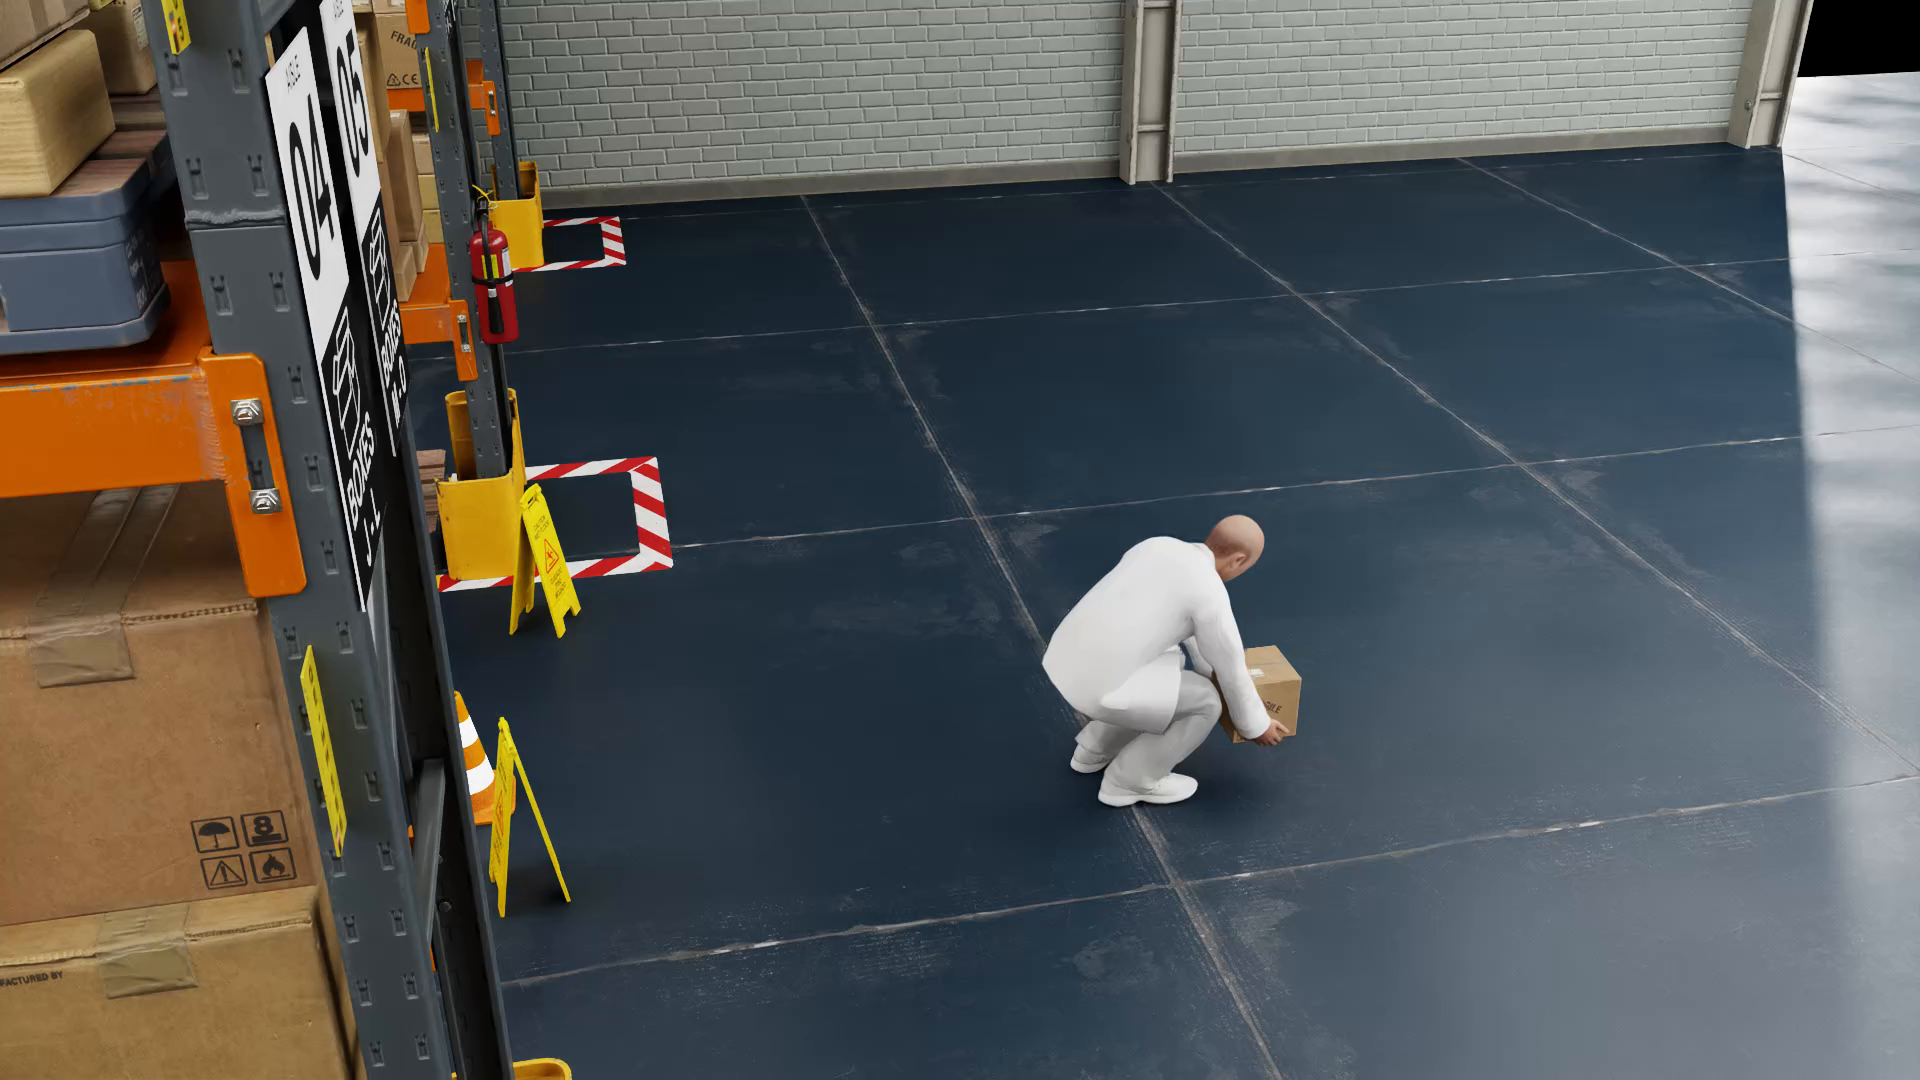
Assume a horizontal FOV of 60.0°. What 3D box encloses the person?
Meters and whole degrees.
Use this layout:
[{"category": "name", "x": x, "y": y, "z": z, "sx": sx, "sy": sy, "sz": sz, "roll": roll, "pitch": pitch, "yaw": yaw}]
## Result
[{"category": "person", "x": 0.738, "y": 0.428, "z": 6.109, "sx": 0.896, "sy": 1.033, "sz": 0.607, "roll": -6, "pitch": 27, "yaw": -12}]
